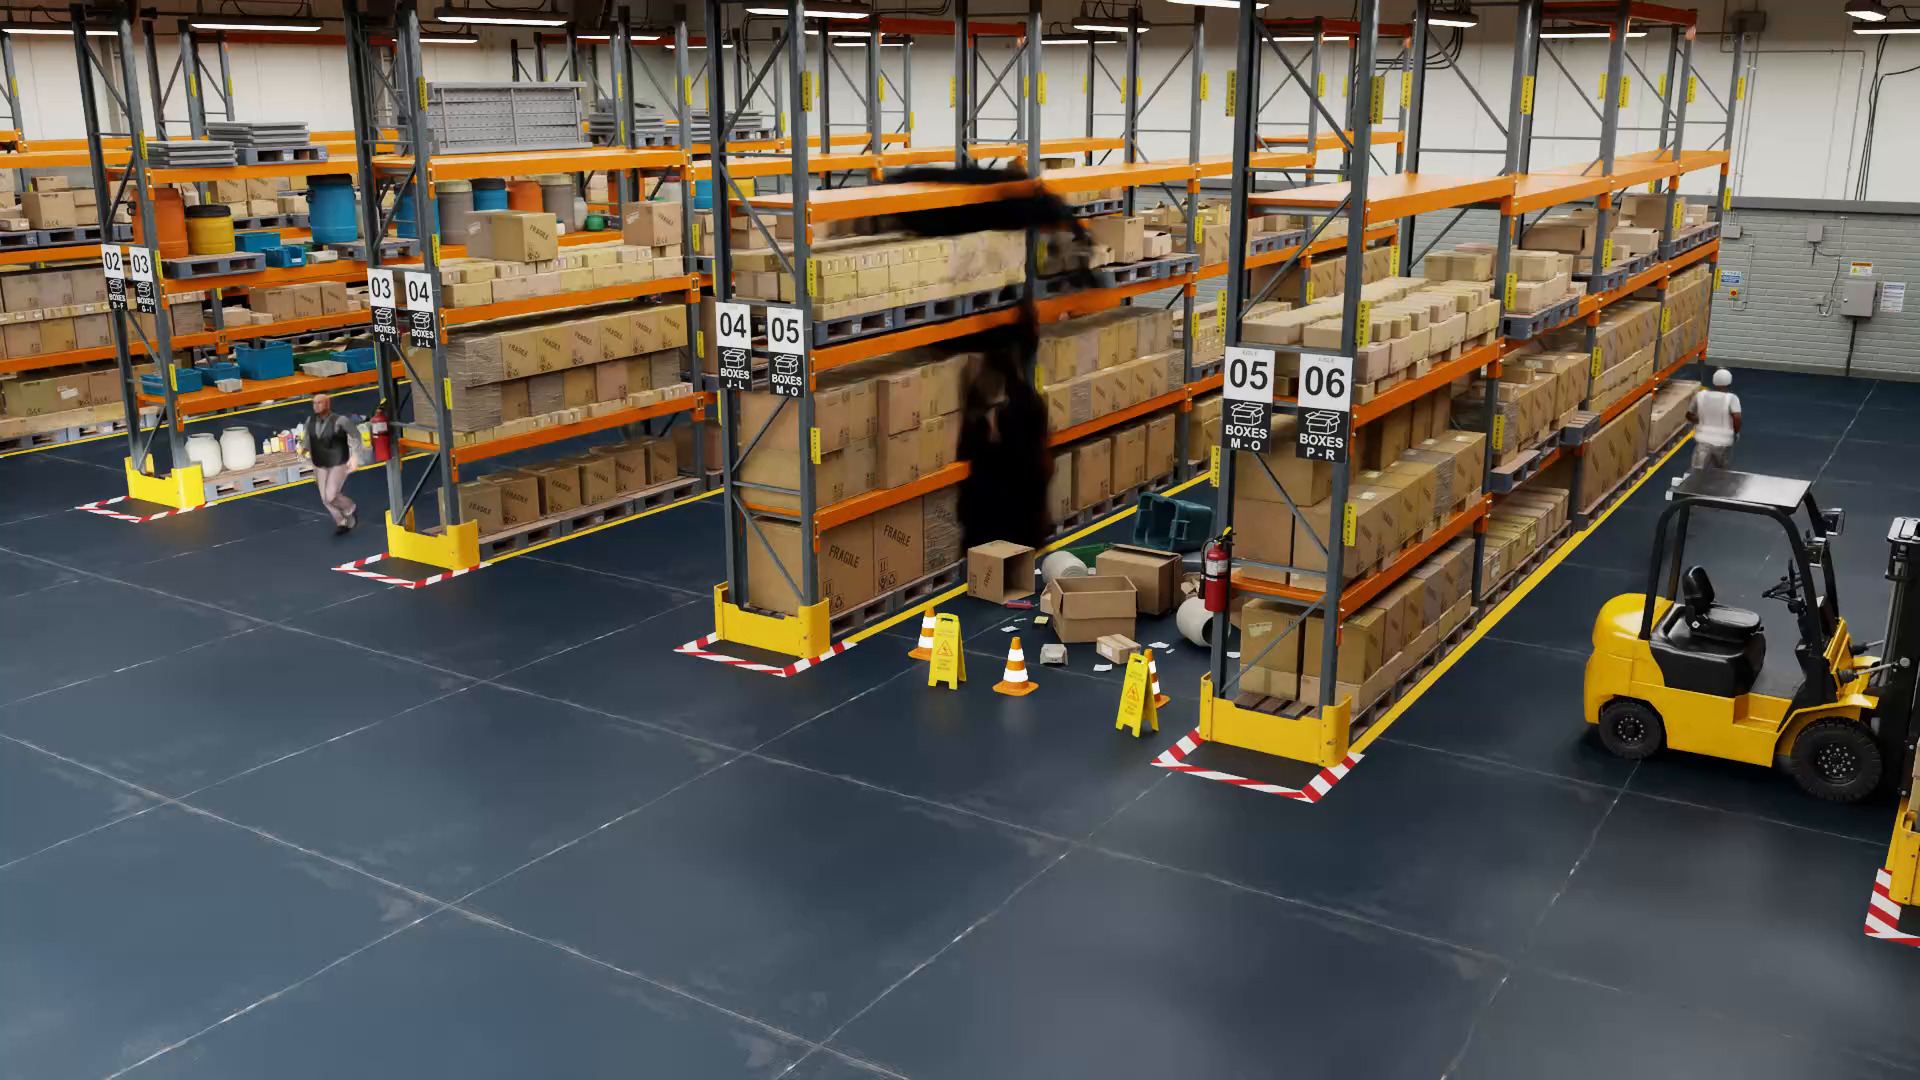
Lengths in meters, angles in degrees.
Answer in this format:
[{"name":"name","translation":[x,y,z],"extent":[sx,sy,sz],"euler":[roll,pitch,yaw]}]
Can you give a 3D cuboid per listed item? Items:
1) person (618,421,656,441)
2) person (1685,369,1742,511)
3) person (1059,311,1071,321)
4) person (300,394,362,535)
[{"name":"person","translation":[-4.551,-1.903,23.164],"extent":[0.539,1.551,0.615],"euler":[10,18,32]},{"name":"person","translation":[8.850,-1.123,19.602],"extent":[0.650,1.796,1.144],"euler":[10,18,32]},{"name":"person","translation":[1.668,-2.884,26.508],"extent":[0.573,1.663,0.760],"euler":[10,19,33]},{"name":"person","translation":[-7.272,-0.852,19.162],"extent":[0.679,1.678,0.608],"euler":[4,16,14]}]
